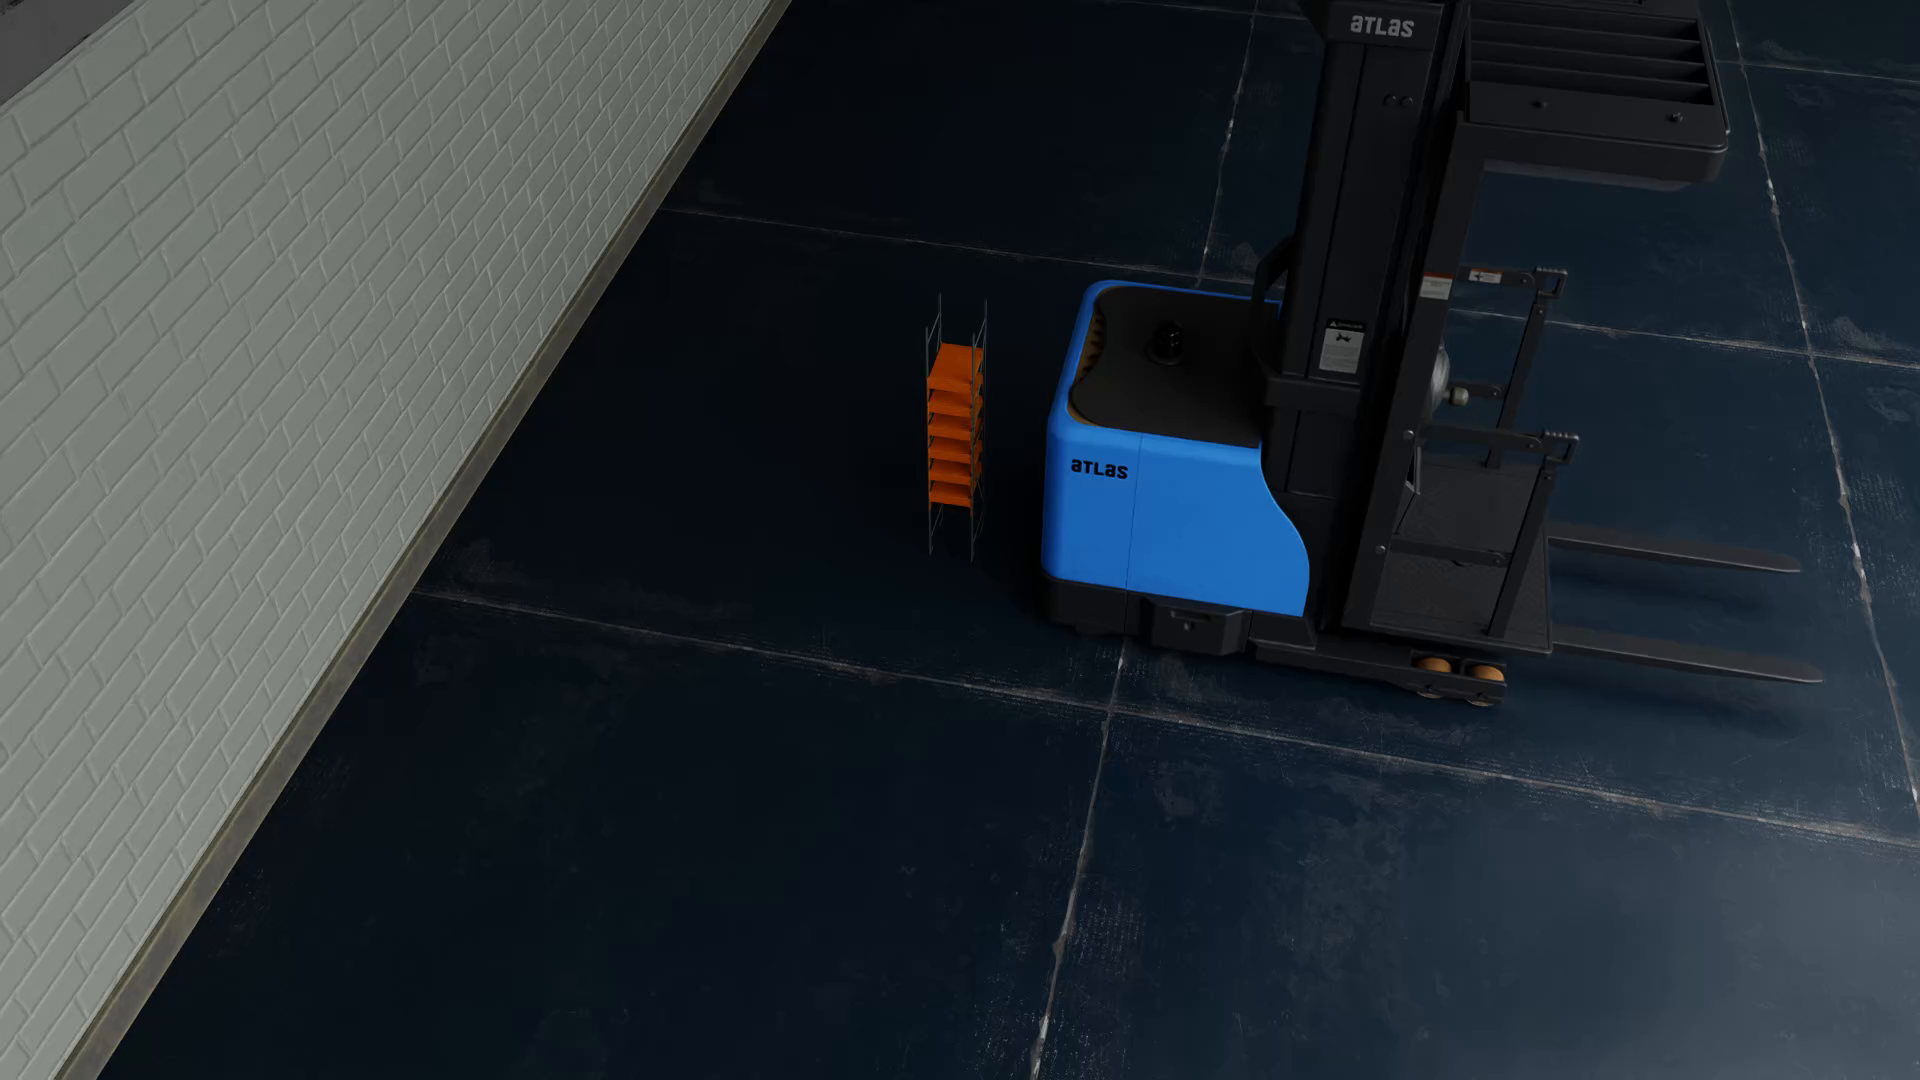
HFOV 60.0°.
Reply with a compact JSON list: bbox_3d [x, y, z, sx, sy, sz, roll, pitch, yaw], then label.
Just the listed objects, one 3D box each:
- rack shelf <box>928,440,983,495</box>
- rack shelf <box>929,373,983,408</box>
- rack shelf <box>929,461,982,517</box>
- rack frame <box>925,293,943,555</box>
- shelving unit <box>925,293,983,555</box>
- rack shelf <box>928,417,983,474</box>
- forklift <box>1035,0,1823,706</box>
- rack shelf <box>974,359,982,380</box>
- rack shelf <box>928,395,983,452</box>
[{"bbox_3d":[-0.014,-0.316,6.910,0.180,0.103,0.258,9,45,9],"label":"rack shelf"},{"bbox_3d":[-0.014,-0.595,6.642,0.171,0.034,0.221,9,45,9],"label":"rack shelf"},{"bbox_3d":[-0.014,-0.230,6.993,0.180,0.103,0.258,9,45,9],"label":"rack shelf"},{"bbox_3d":[-0.103,-0.448,6.811,0.006,1.200,0.240,9,45,9],"label":"rack frame"},{"bbox_3d":[-0.016,-0.435,6.797,0.184,1.200,0.258,9,45,9],"label":"shelving unit"},{"bbox_3d":[-0.014,-0.402,6.827,0.180,0.103,0.258,9,45,9],"label":"rack shelf"},{"bbox_3d":[1.881,-0.762,5.985,3.031,2.797,1.129,9,45,9],"label":"forklift"},{"bbox_3d":[-0.014,-0.676,6.564,0.166,0.020,0.199,9,45,9],"label":"rack shelf"},{"bbox_3d":[-0.014,-0.489,6.744,0.180,0.103,0.258,9,45,9],"label":"rack shelf"}]
